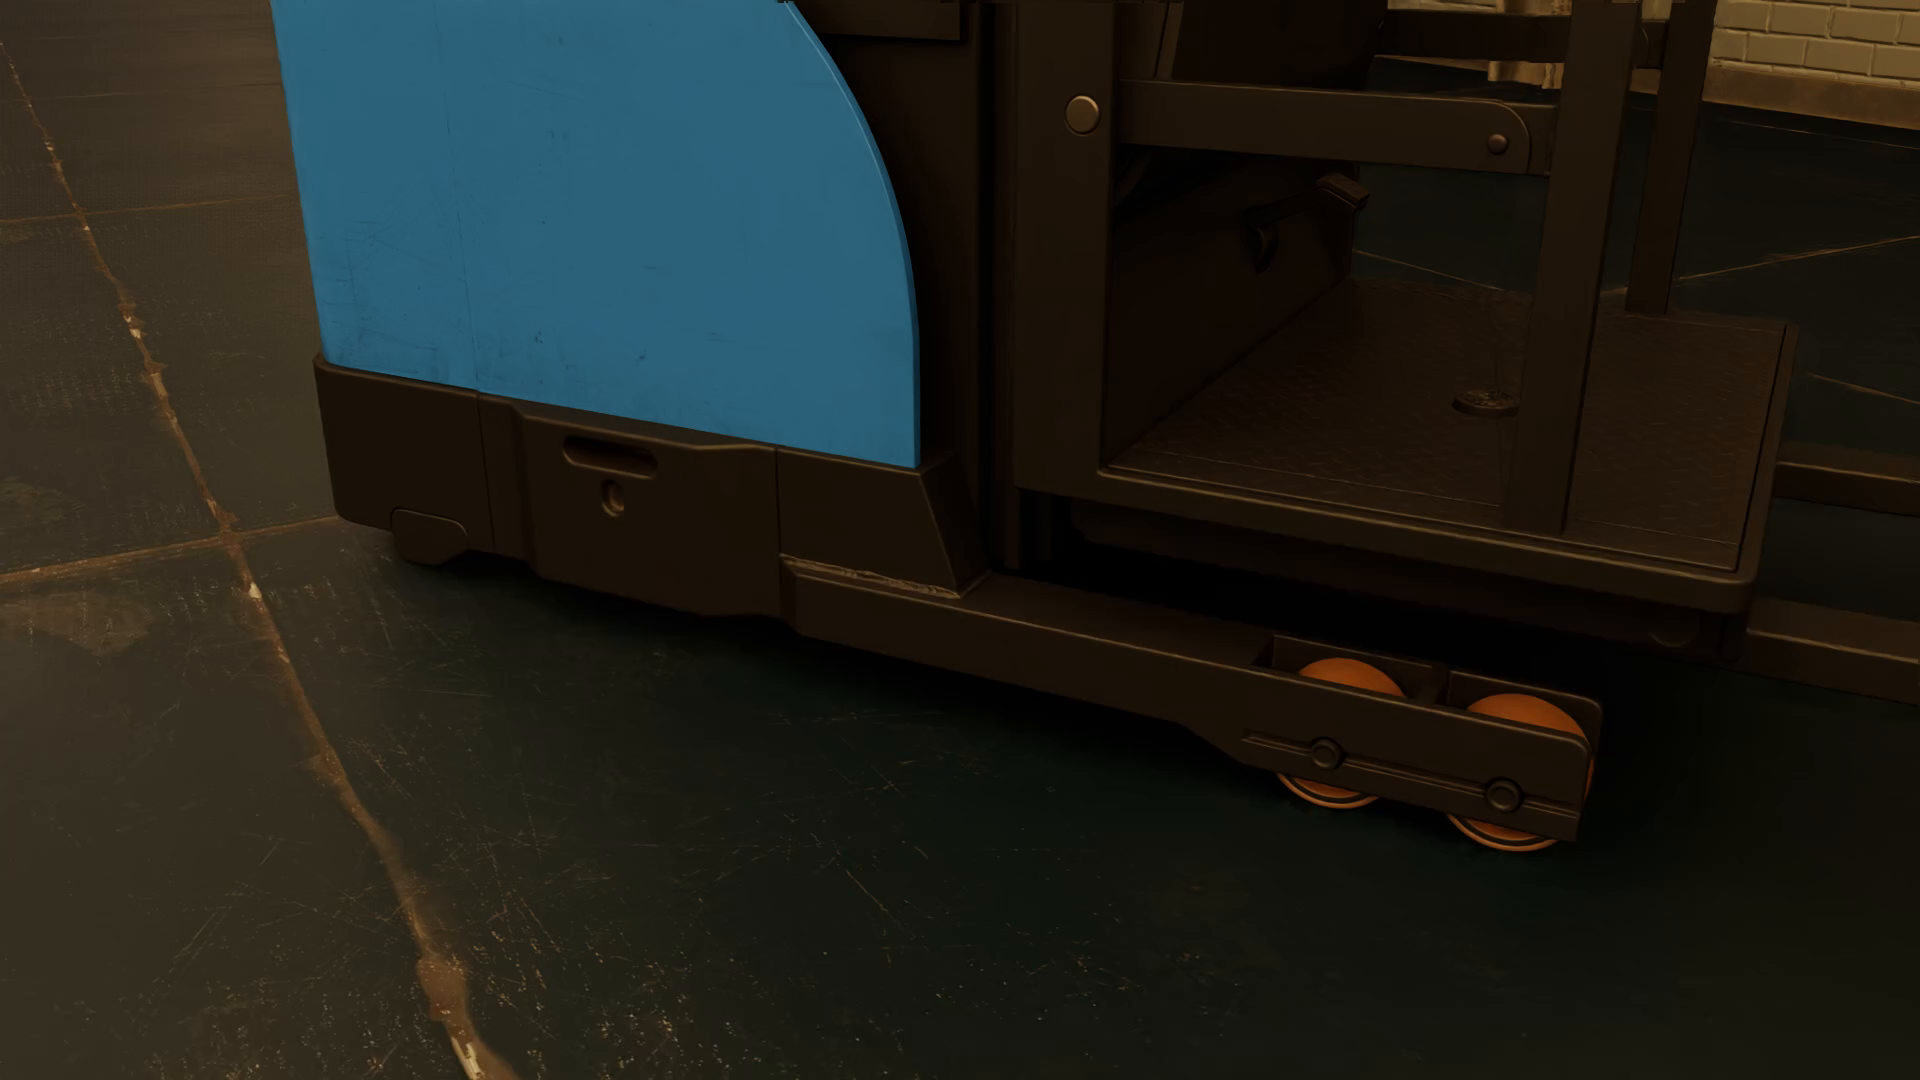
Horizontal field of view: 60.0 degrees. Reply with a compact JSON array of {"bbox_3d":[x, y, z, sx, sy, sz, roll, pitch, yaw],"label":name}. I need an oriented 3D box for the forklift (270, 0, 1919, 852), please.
[{"bbox_3d":[0.581,-1.248,1.815,3.031,2.935,1.130,11,25,25],"label":"forklift"}]
